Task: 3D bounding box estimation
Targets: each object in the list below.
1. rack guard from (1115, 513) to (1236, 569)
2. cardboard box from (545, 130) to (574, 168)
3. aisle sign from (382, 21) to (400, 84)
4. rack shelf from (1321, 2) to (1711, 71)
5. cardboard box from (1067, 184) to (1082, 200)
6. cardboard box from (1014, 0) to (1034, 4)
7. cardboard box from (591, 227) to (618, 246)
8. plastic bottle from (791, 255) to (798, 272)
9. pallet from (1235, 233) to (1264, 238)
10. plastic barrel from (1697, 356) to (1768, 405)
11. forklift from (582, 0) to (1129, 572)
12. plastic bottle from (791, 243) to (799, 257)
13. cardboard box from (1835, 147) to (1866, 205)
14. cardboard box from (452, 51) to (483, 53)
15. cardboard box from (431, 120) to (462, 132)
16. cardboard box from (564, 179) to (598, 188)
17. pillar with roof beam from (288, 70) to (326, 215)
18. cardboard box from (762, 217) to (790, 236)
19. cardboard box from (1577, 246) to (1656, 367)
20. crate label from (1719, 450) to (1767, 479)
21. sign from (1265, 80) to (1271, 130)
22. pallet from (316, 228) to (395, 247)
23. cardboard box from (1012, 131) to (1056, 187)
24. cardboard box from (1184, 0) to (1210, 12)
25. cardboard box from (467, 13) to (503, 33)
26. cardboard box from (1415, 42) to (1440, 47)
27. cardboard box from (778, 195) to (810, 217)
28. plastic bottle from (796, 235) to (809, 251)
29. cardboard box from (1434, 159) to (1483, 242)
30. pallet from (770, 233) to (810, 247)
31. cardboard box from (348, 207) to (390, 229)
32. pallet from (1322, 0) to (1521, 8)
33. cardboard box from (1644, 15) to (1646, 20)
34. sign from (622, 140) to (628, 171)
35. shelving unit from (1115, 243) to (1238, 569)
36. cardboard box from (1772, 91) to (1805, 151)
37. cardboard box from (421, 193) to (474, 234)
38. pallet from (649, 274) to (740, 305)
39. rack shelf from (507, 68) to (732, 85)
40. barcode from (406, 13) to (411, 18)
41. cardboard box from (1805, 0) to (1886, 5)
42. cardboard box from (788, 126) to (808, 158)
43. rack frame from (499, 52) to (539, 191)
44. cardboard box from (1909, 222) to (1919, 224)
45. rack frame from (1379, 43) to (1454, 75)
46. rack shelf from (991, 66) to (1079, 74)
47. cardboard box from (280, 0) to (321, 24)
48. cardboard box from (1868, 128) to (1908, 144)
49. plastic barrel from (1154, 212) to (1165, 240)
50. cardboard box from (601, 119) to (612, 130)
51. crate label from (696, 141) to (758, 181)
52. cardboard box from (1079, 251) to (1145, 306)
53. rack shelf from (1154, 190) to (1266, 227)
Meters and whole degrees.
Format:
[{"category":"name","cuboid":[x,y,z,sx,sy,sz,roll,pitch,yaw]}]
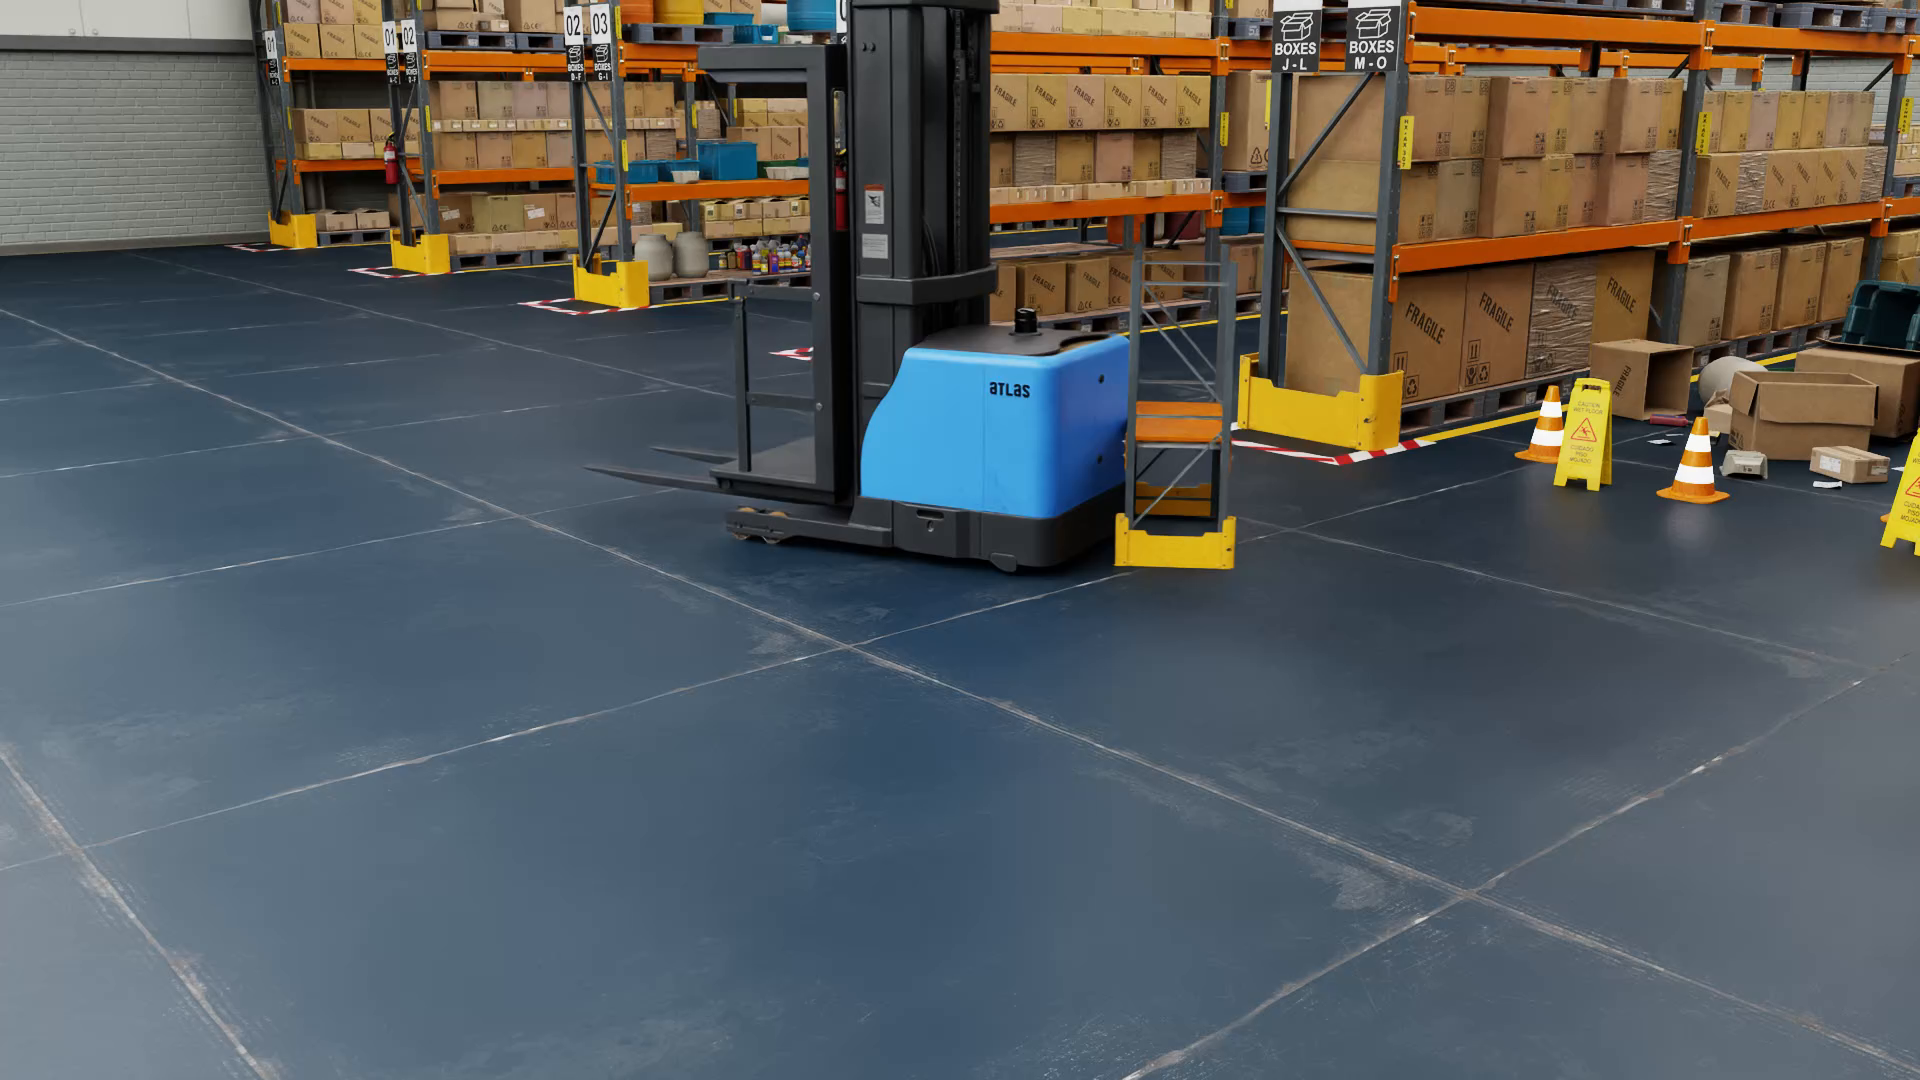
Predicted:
[{"category":"rack guard","cuboid":[1.065,0.006,8.244,0.587,0.250,0.087,2,15,6]},{"category":"cardboard box","cuboid":[-5.690,-5.471,23.224,0.500,0.500,0.700,-12,19,-38]},{"category":"aisle sign","cuboid":[-7.459,-6.385,21.804,0.004,0.787,0.394,-13,19,-39]},{"category":"rack shelf","cuboid":[3.972,-3.611,12.039,4.000,0.370,1.077,-13,19,-39]},{"category":"cardboard box","cuboid":[0.952,-3.338,15.920,0.250,0.149,0.380,-13,19,-39]},{"category":"cardboard box","cuboid":[0.450,-4.889,14.947,0.250,0.149,0.380,-13,20,-40]},{"category":"cardboard box","cuboid":[-5.157,-4.344,23.713,0.500,0.250,0.500,-13,19,-39]},{"category":"plastic bottle","cuboid":[-1.987,-3.317,19.925,0.097,0.201,0.097,0,15,0]},{"category":"pallet","cuboid":[4.475,-4.681,25.866,1.213,0.211,1.003,-13,19,-39]},{"category":"plastic barrel","cuboid":[5.632,-1.113,12.097,0.421,0.421,0.512,0,15,-1]},{"category":"forklift","cuboid":[-0.656,-1.509,8.720,3.031,2.935,1.130,8,17,27]},{"category":"plastic bottle","cuboid":[-2.060,-3.570,20.737,0.097,0.271,0.097,0,15,0]},{"category":"cardboard box","cuboid":[7.958,-3.362,15.329,0.500,0.500,0.500,-13,19,-39]},{"category":"cardboard box","cuboid":[-8.062,-8.015,26.897,0.500,0.500,0.500,14,20,42]},{"category":"cardboard box","cuboid":[-6.779,-5.469,21.962,0.250,0.149,0.380,-13,20,-40]},{"category":"cardboard box","cuboid":[-6.579,-6.295,29.041,0.500,0.250,0.500,-13,20,-41]},{"category":"pillar with roof beam","cuboid":[-7.685,-8.394,22.737,0.400,9.000,9.100,-13,19,-39]},{"category":"cardboard box","cuboid":[-2.957,-4.830,25.533,0.500,0.250,0.500,-13,20,-41]},{"category":"cardboard box","cuboid":[4.960,-1.932,13.474,0.875,0.875,0.875,-12,19,-39]},{"category":"crate label","cuboid":[4.834,-0.469,10.241,0.250,0.136,0.298,5,16,18]},{"category":"sign","cuboid":[2.117,-2.953,11.290,0.005,0.325,0.100,-13,19,-39]},{"category":"pallet","cuboid":[-9.778,-4.843,26.472,1.213,0.211,1.003,-13,19,-39]},{"category":"cardboard box","cuboid":[0.420,-3.618,15.712,0.500,0.500,0.875,-13,19,-39]},{"category":"cardboard box","cuboid":[2.245,-5.289,16.445,0.250,0.149,0.380,-12,19,-38]},{"category":"cardboard box","cuboid":[-6.521,-6.977,22.449,0.500,0.250,0.500,-13,19,-39]},{"category":"cardboard box","cuboid":[5.121,-5.757,18.970,0.500,0.250,0.500,-13,19,-39]},{"category":"cardboard box","cuboid":[-2.565,-5.188,25.788,0.500,0.311,0.500,-12,19,-38]},{"category":"plastic bottle","cuboid":[-1.974,-3.640,20.847,0.185,0.351,0.144,-14,20,-42]},{"category":"cardboard box","cuboid":[3.114,-2.413,11.679,0.550,0.550,0.875,-13,19,-39]},{"category":"pallet","cuboid":[-2.748,-4.754,26.137,1.213,0.211,1.003,-13,19,-39]},{"category":"cardboard box","cuboid":[-9.460,-5.156,26.600,0.500,0.311,0.500,-11,18,-35]},{"category":"pallet","cuboid":[3.016,-3.705,11.168,1.213,0.211,1.003,-13,19,-39]},{"category":"cardboard box","cuboid":[8.887,-7.080,22.428,0.500,0.500,0.700,-14,21,-43]},{"category":"sign","cuboid":[-3.610,-4.144,17.915,0.005,0.325,0.100,-13,19,-39]},{"category":"shelving unit","cuboid":[1.122,-0.726,8.561,0.587,1.500,1.083,2,15,6]},{"category":"cardboard box","cuboid":[7.001,-3.724,14.747,0.500,0.500,0.700,-13,20,-40]},{"category":"cardboard box","cuboid":[-7.007,-4.468,22.728,0.500,0.500,0.500,-13,19,-39]},{"category":"pallet","cuboid":[-3.325,-2.929,19.308,1.213,0.211,1.003,-13,19,-39]},{"category":"rack shelf","cuboid":[-5.945,-8.165,29.086,4.000,0.370,1.077,-13,19,-39]},{"category":"barcode","cuboid":[-7.306,-6.958,22.048,0.075,0.075,0.001,-13,19,-39]},{"category":"cardboard box","cuboid":[7.907,-4.948,14.815,0.500,0.311,0.500,-13,19,-39]},{"category":"cardboard box","cuboid":[-2.437,-6.199,25.951,0.500,0.500,0.500,-14,20,-42]},{"category":"rack frame","cuboid":[-7.454,-6.724,28.112,0.127,3.000,1.000,-13,19,-39]},{"category":"cardboard box","cuboid":[10.334,-3.209,17.529,0.500,0.250,0.500,-14,20,-42]},{"category":"rack frame","cuboid":[5.319,-4.509,19.818,0.127,3.000,1.000,-13,19,-39]},{"category":"rack shelf","cuboid":[0.327,-7.879,28.014,4.000,0.370,1.077,-13,19,-39]},{"category":"cardboard box","cuboid":[-10.021,-8.055,25.111,0.500,0.500,0.500,14,21,43]},{"category":"cardboard box","cuboid":[8.977,-3.937,16.195,0.250,0.149,0.380,-13,19,-39]},{"category":"plastic barrel","cuboid":[2.792,-4.673,24.441,0.421,0.512,0.421,0,15,0]},{"category":"cardboard box","cuboid":[-5.032,-5.862,23.434,0.250,0.149,0.380,-13,20,-40]},{"category":"crate label","cuboid":[-2.757,-4.500,19.714,0.616,0.435,0.502,-13,19,-39]},{"category":"cardboard box","cuboid":[1.546,-2.668,16.956,0.500,0.500,0.500,-6,16,-22]},{"category":"rack shelf","cuboid":[3.810,-3.823,18.642,4.000,0.370,1.077,-13,19,-39]}]
